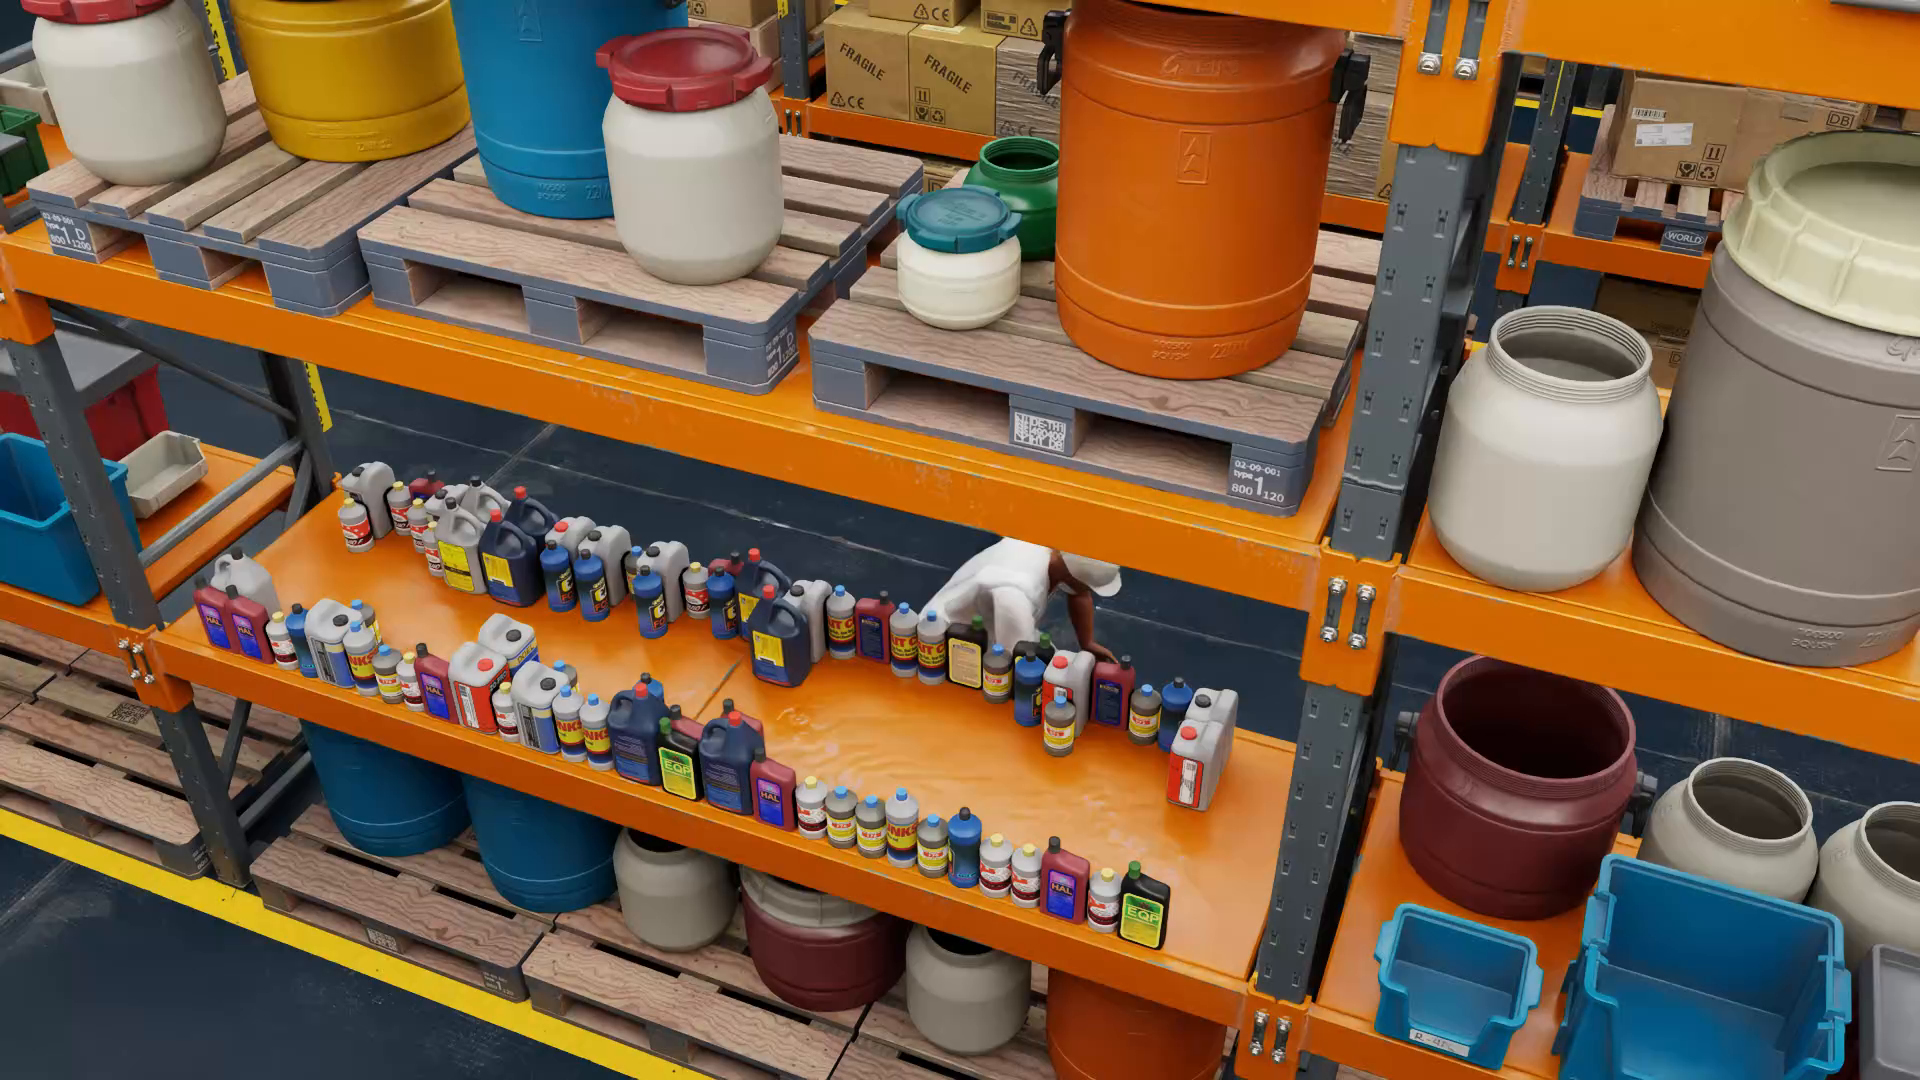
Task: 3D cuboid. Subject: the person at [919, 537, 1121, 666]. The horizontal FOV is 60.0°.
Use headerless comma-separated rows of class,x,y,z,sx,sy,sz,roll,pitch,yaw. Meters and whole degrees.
person,0.243,0.417,6.601,0.790,1.346,0.631,21,42,25
